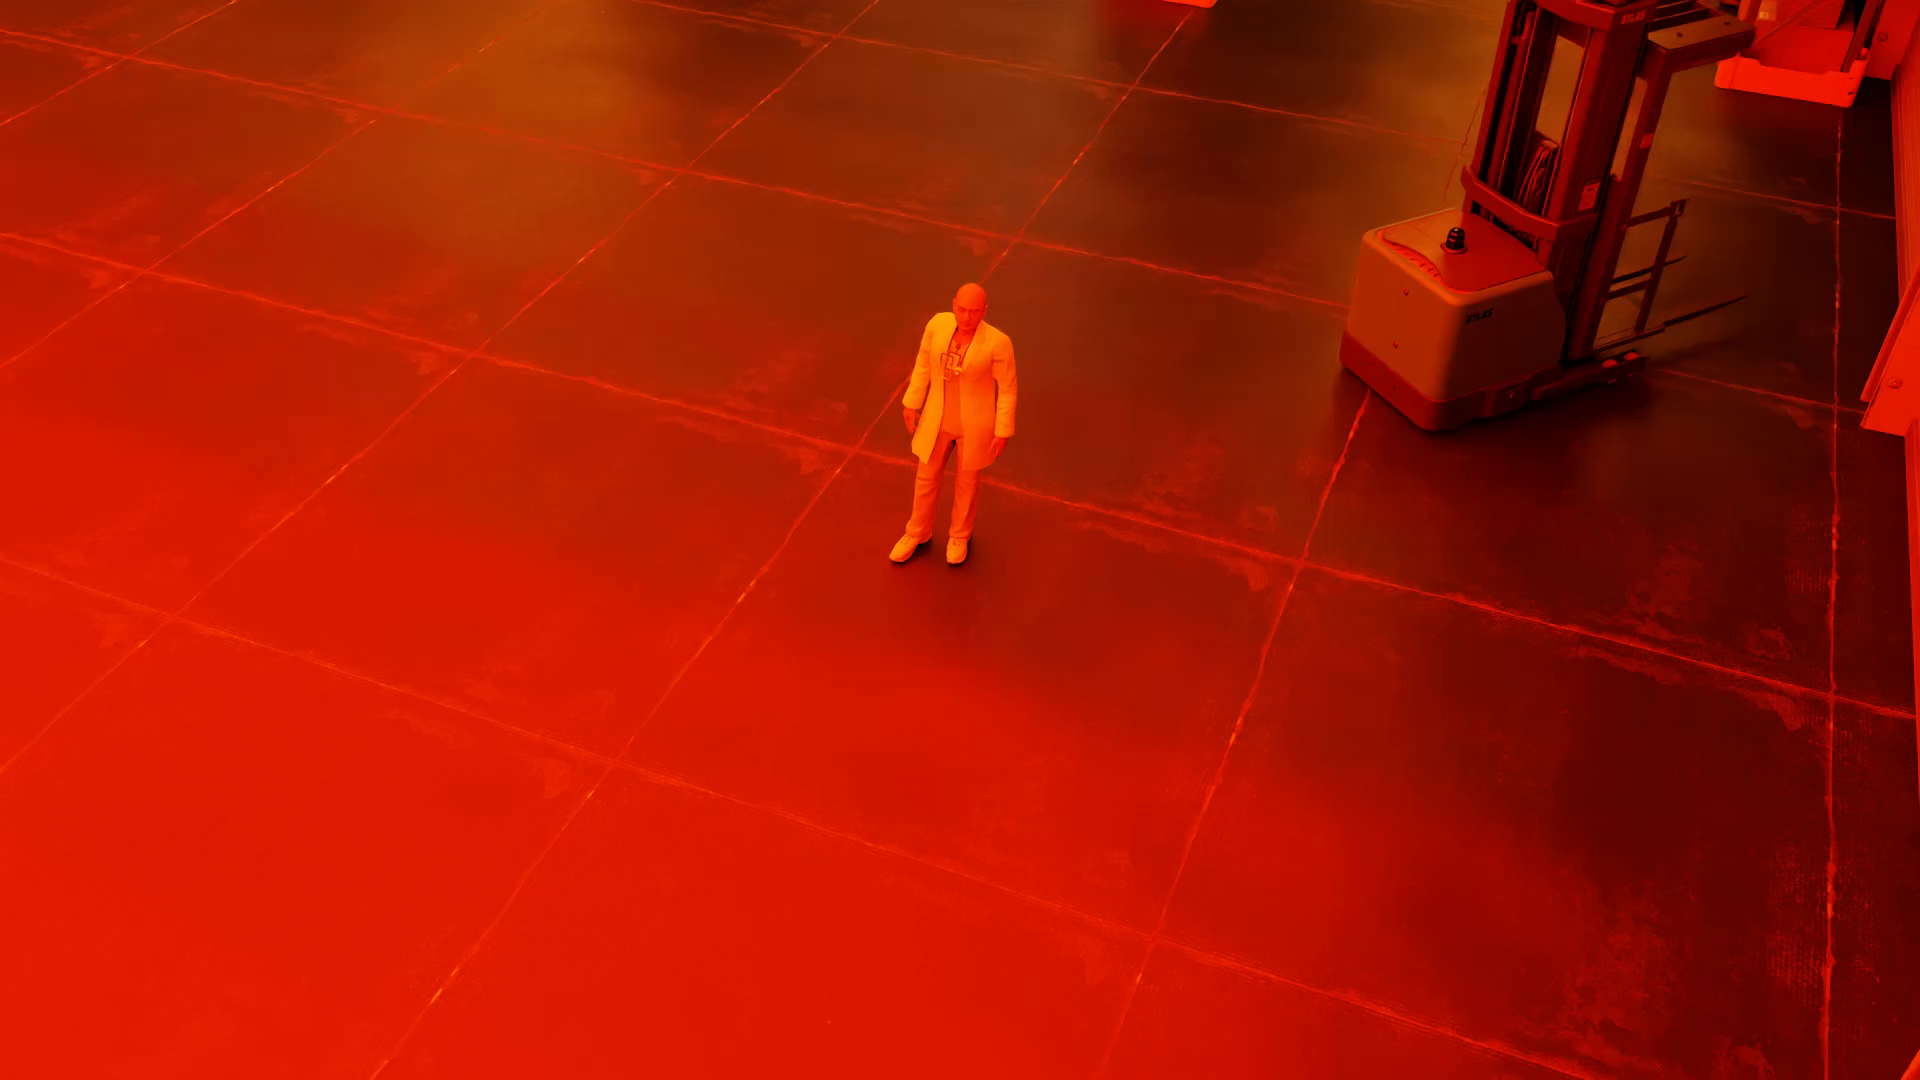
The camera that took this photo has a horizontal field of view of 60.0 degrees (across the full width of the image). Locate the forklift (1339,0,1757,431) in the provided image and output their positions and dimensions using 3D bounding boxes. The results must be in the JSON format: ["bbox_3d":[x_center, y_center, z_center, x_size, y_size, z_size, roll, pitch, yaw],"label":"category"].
[{"bbox_3d":[4.221,-2.501,10.994,3.031,2.935,1.130,-18,43,-20],"label":"forklift"}]

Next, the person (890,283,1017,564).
[{"bbox_3d":[-0.038,-0.634,9.650,0.698,1.778,0.578,15,42,17],"label":"person"}]
